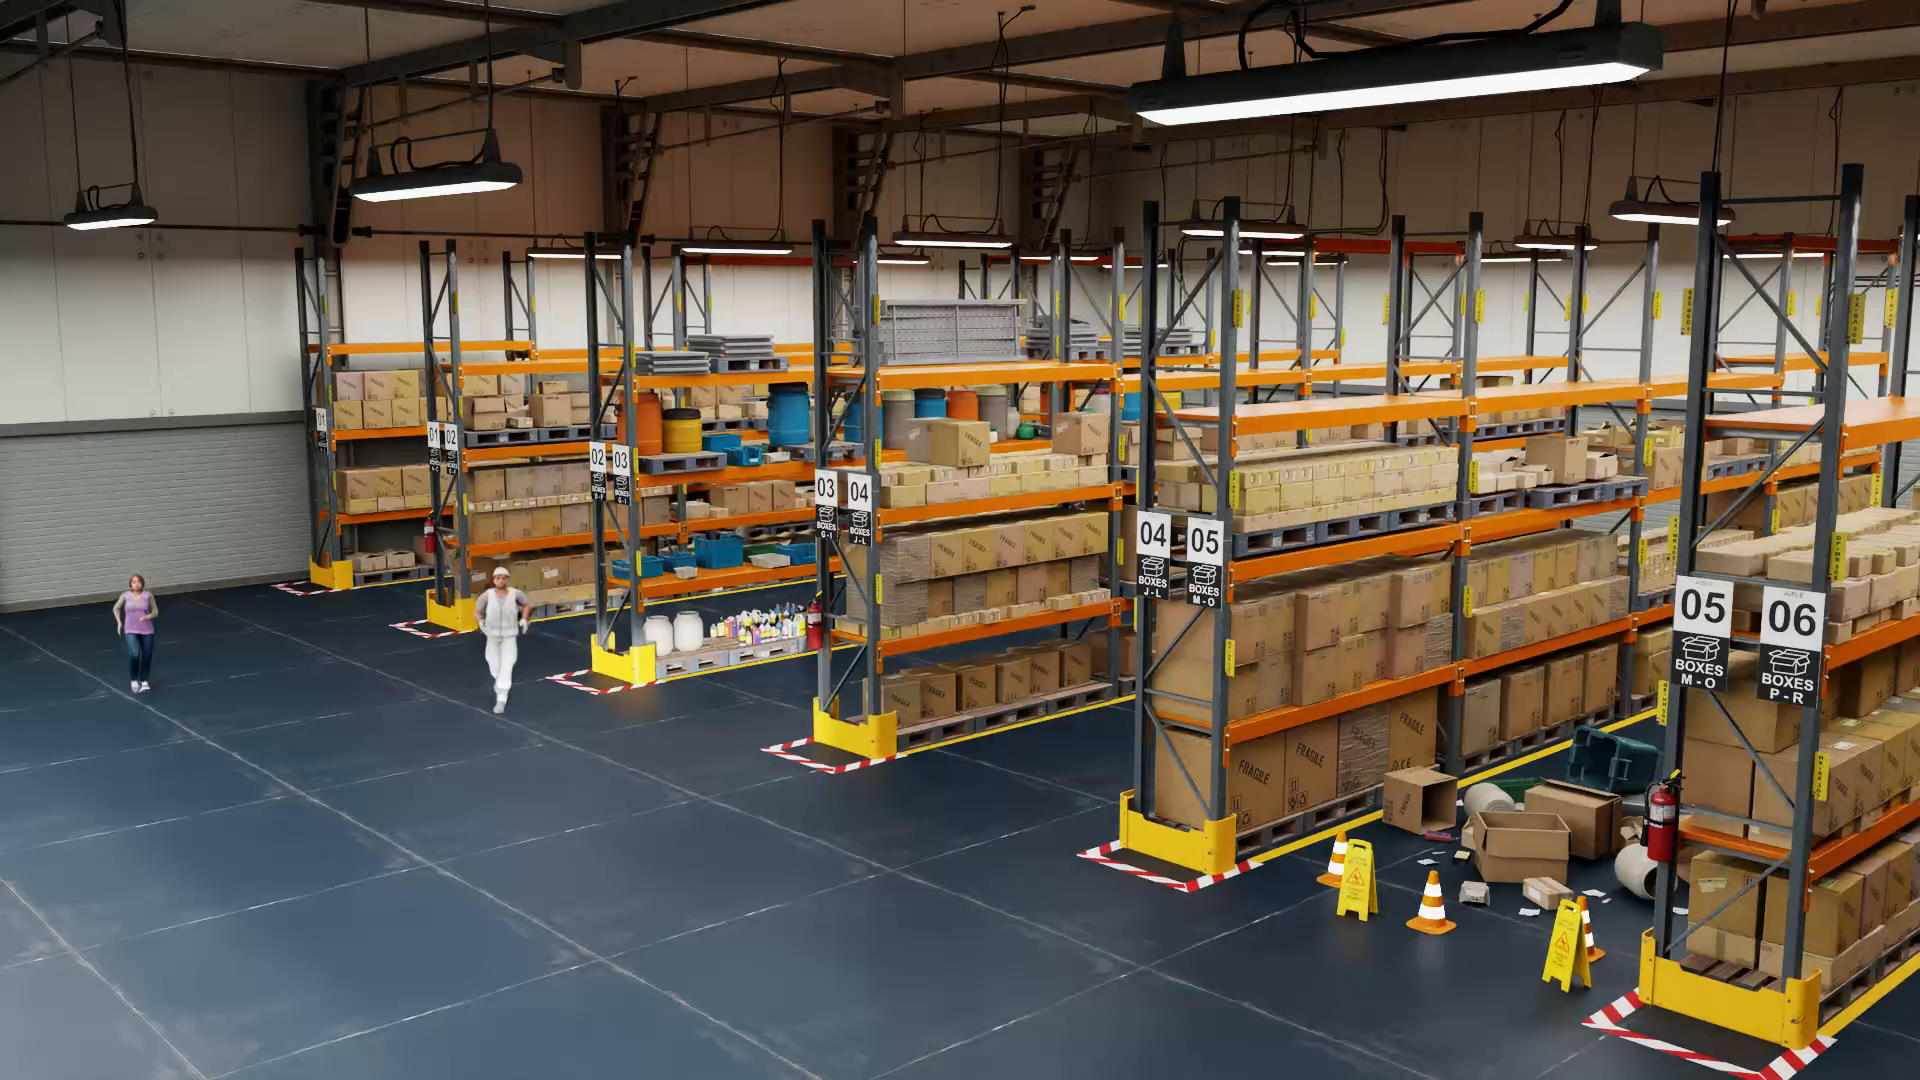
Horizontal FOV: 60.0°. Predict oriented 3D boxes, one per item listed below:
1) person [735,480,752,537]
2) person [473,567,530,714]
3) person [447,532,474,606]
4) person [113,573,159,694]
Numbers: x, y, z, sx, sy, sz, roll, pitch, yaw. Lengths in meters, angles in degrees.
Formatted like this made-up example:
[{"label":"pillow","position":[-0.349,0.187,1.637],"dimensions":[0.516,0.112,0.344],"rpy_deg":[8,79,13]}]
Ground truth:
[{"label":"person","position":[-4.149,-0.351,32.172],"dimensions":[0.588,1.620,0.561],"rpy_deg":[-8,11,-43]},{"label":"person","position":[-5.770,1.221,20.952],"dimensions":[0.686,1.782,0.989],"rpy_deg":[-2,9,-10]},{"label":"person","position":[-8.230,0.188,27.872],"dimensions":[0.654,1.832,0.847],"rpy_deg":[8,12,43]},{"label":"person","position":[-10.664,1.225,21.578],"dimensions":[0.508,1.558,0.643],"rpy_deg":[-5,10,-32]}]
